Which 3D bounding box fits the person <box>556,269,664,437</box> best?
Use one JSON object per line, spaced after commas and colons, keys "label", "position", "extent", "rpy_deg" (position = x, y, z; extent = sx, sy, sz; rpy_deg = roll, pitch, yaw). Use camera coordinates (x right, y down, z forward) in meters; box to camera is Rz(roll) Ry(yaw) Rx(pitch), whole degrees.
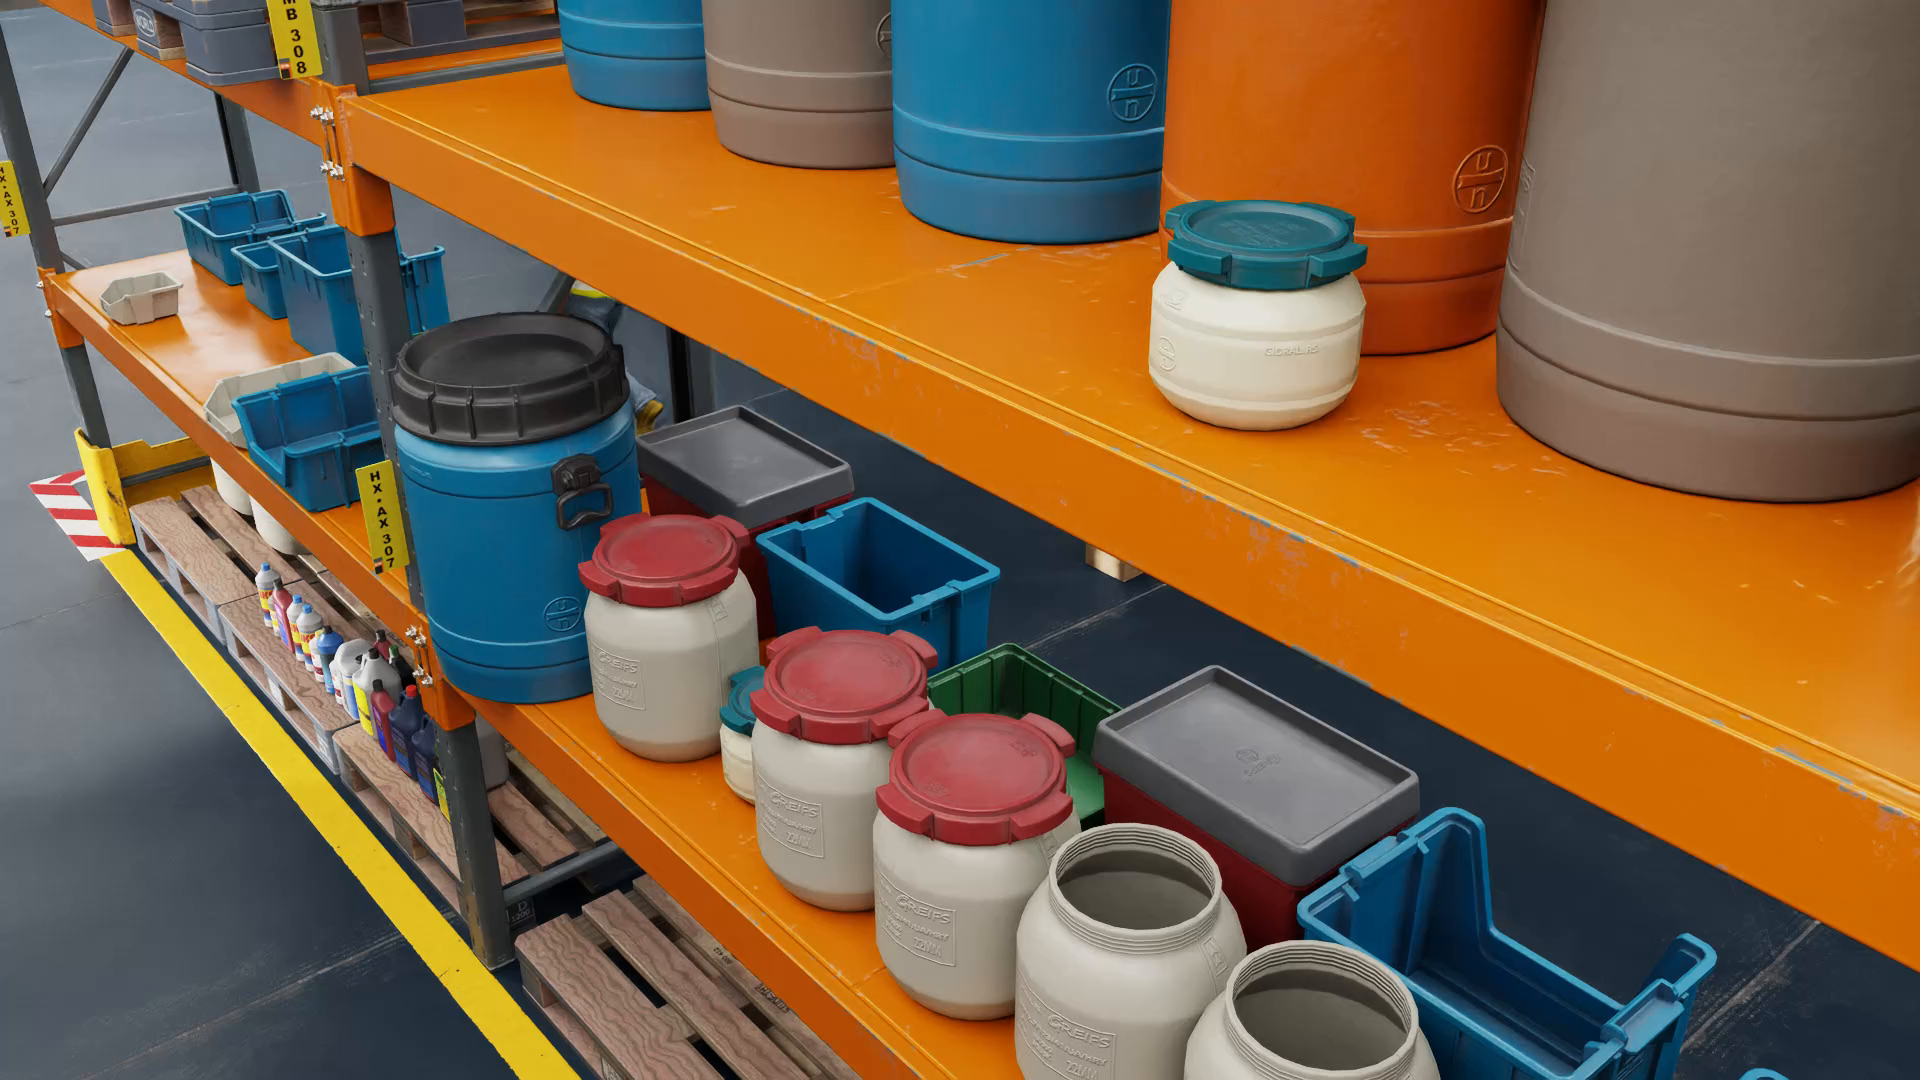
{"label": "person", "position": [-1.823, -1.308, 8.518], "extent": [0.759, 1.749, 0.575], "rpy_deg": [14, 31, 25]}
